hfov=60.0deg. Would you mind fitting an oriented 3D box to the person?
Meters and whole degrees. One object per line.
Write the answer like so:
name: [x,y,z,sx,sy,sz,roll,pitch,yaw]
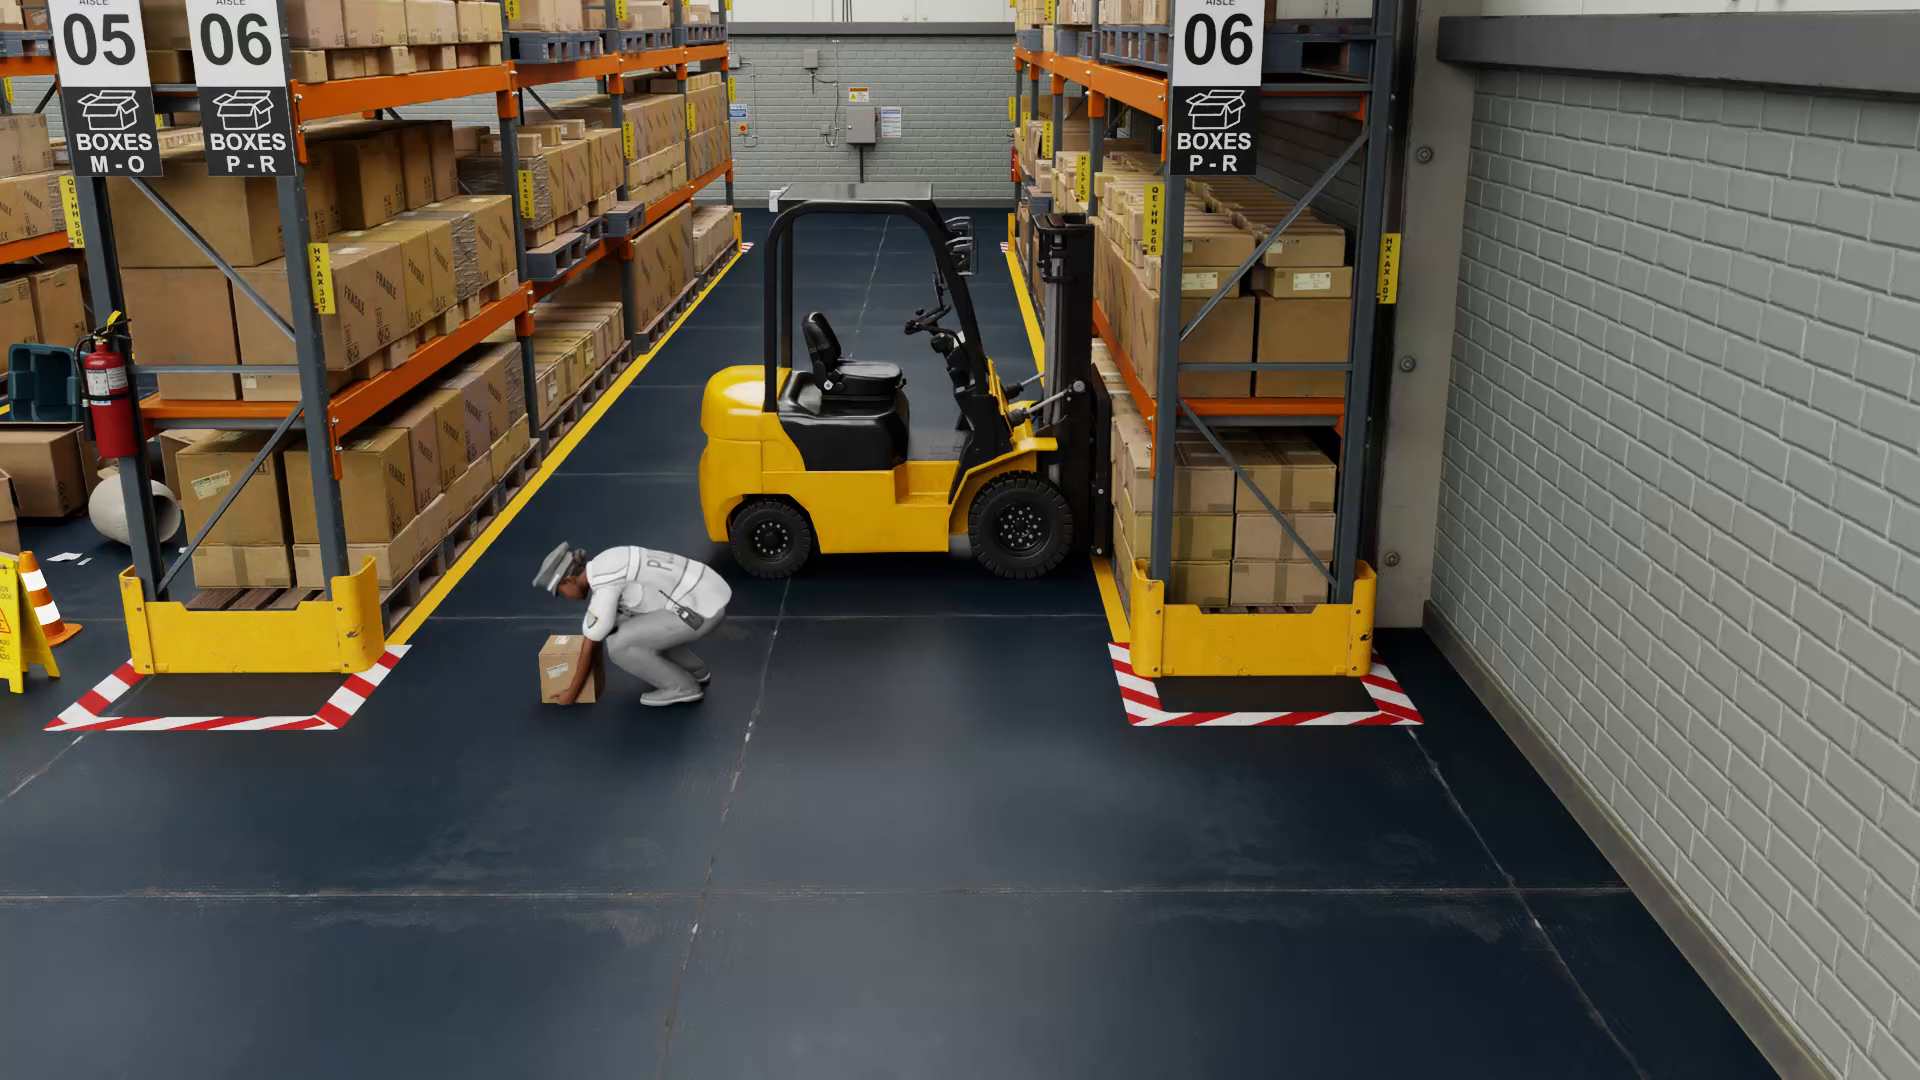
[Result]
person: [-1.539,0.388,7.877,0.911,0.807,0.464,-1,17,-2]
